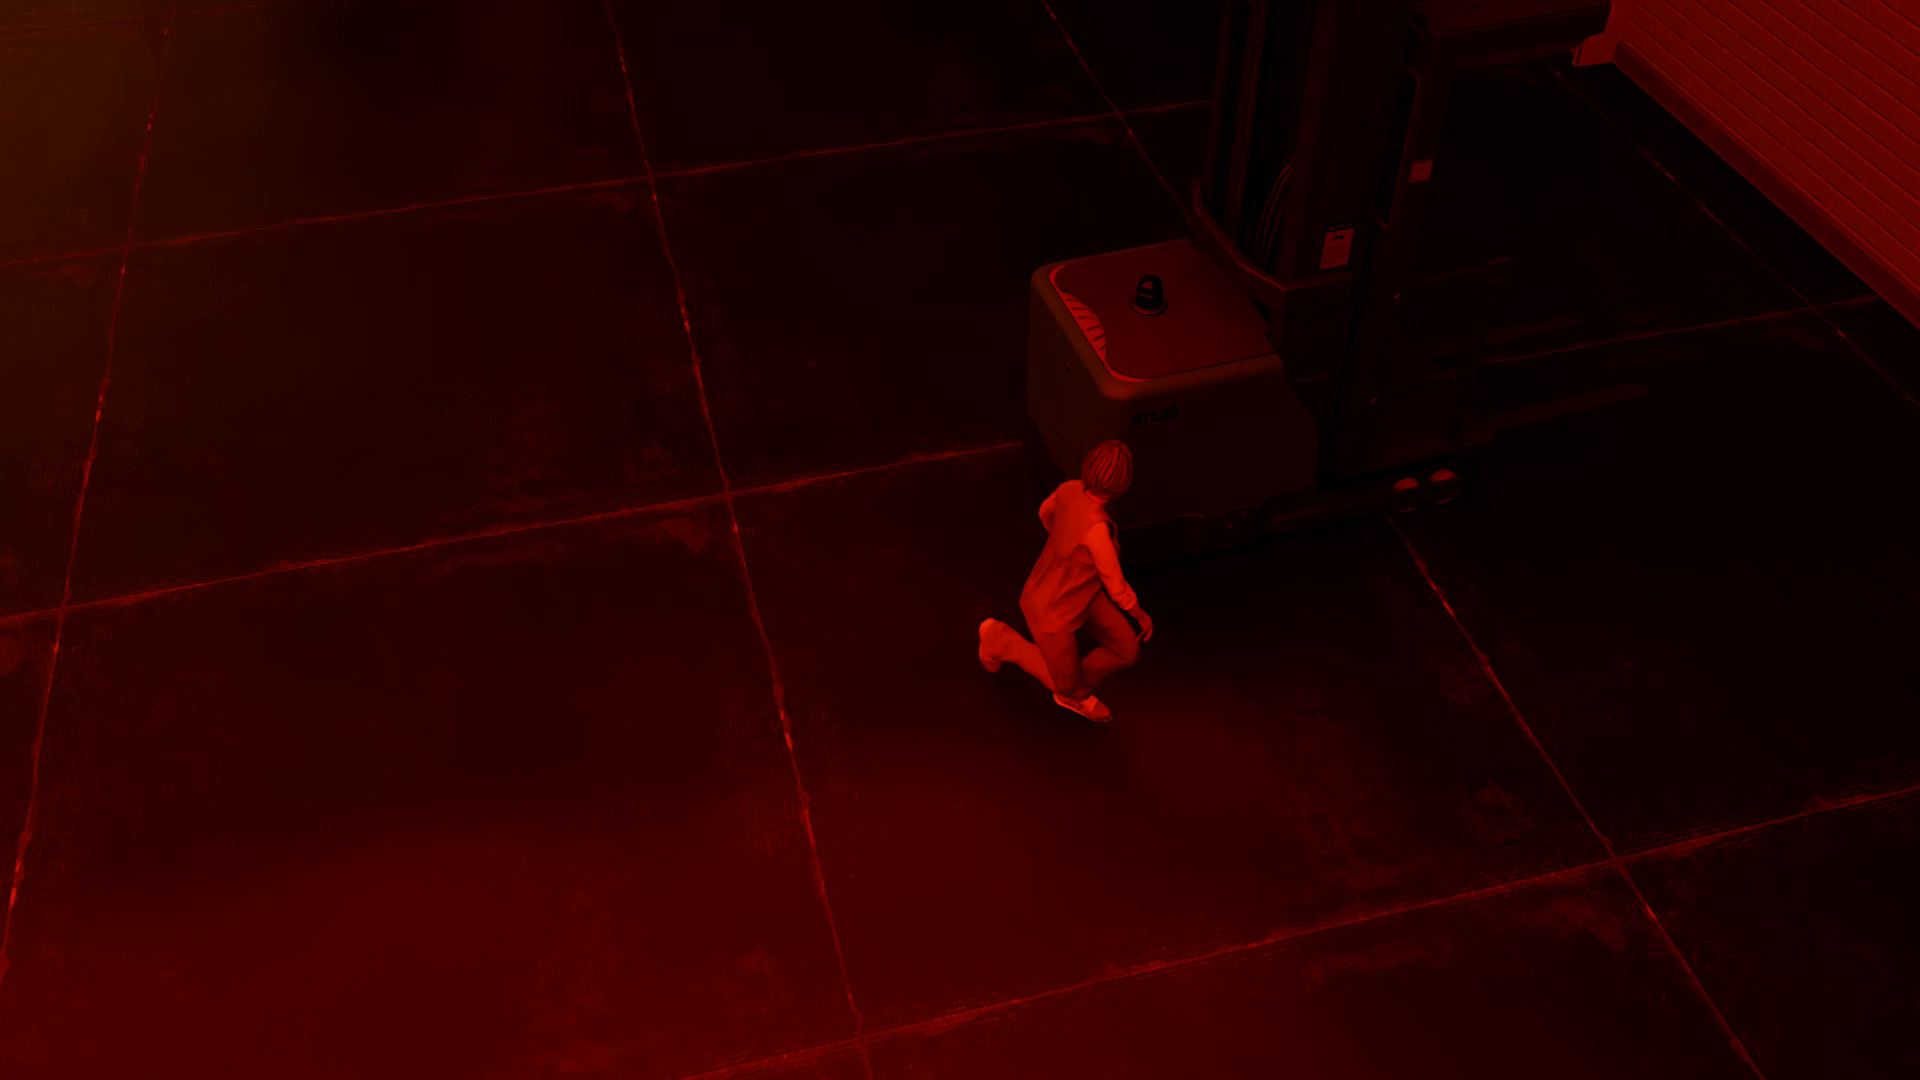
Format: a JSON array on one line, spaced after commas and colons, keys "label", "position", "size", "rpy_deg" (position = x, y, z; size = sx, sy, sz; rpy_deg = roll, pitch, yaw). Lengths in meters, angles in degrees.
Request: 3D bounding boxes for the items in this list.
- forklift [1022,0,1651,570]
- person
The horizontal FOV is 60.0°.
[{"label": "forklift", "position": [1.881, -1.531, 7.265], "size": [3.031, 2.935, 1.130], "rpy_deg": [-13, 45, -13]}, {"label": "person", "position": [0.433, 0.163, 6.637], "size": [0.746, 1.376, 0.541], "rpy_deg": [12, 45, 13]}]
